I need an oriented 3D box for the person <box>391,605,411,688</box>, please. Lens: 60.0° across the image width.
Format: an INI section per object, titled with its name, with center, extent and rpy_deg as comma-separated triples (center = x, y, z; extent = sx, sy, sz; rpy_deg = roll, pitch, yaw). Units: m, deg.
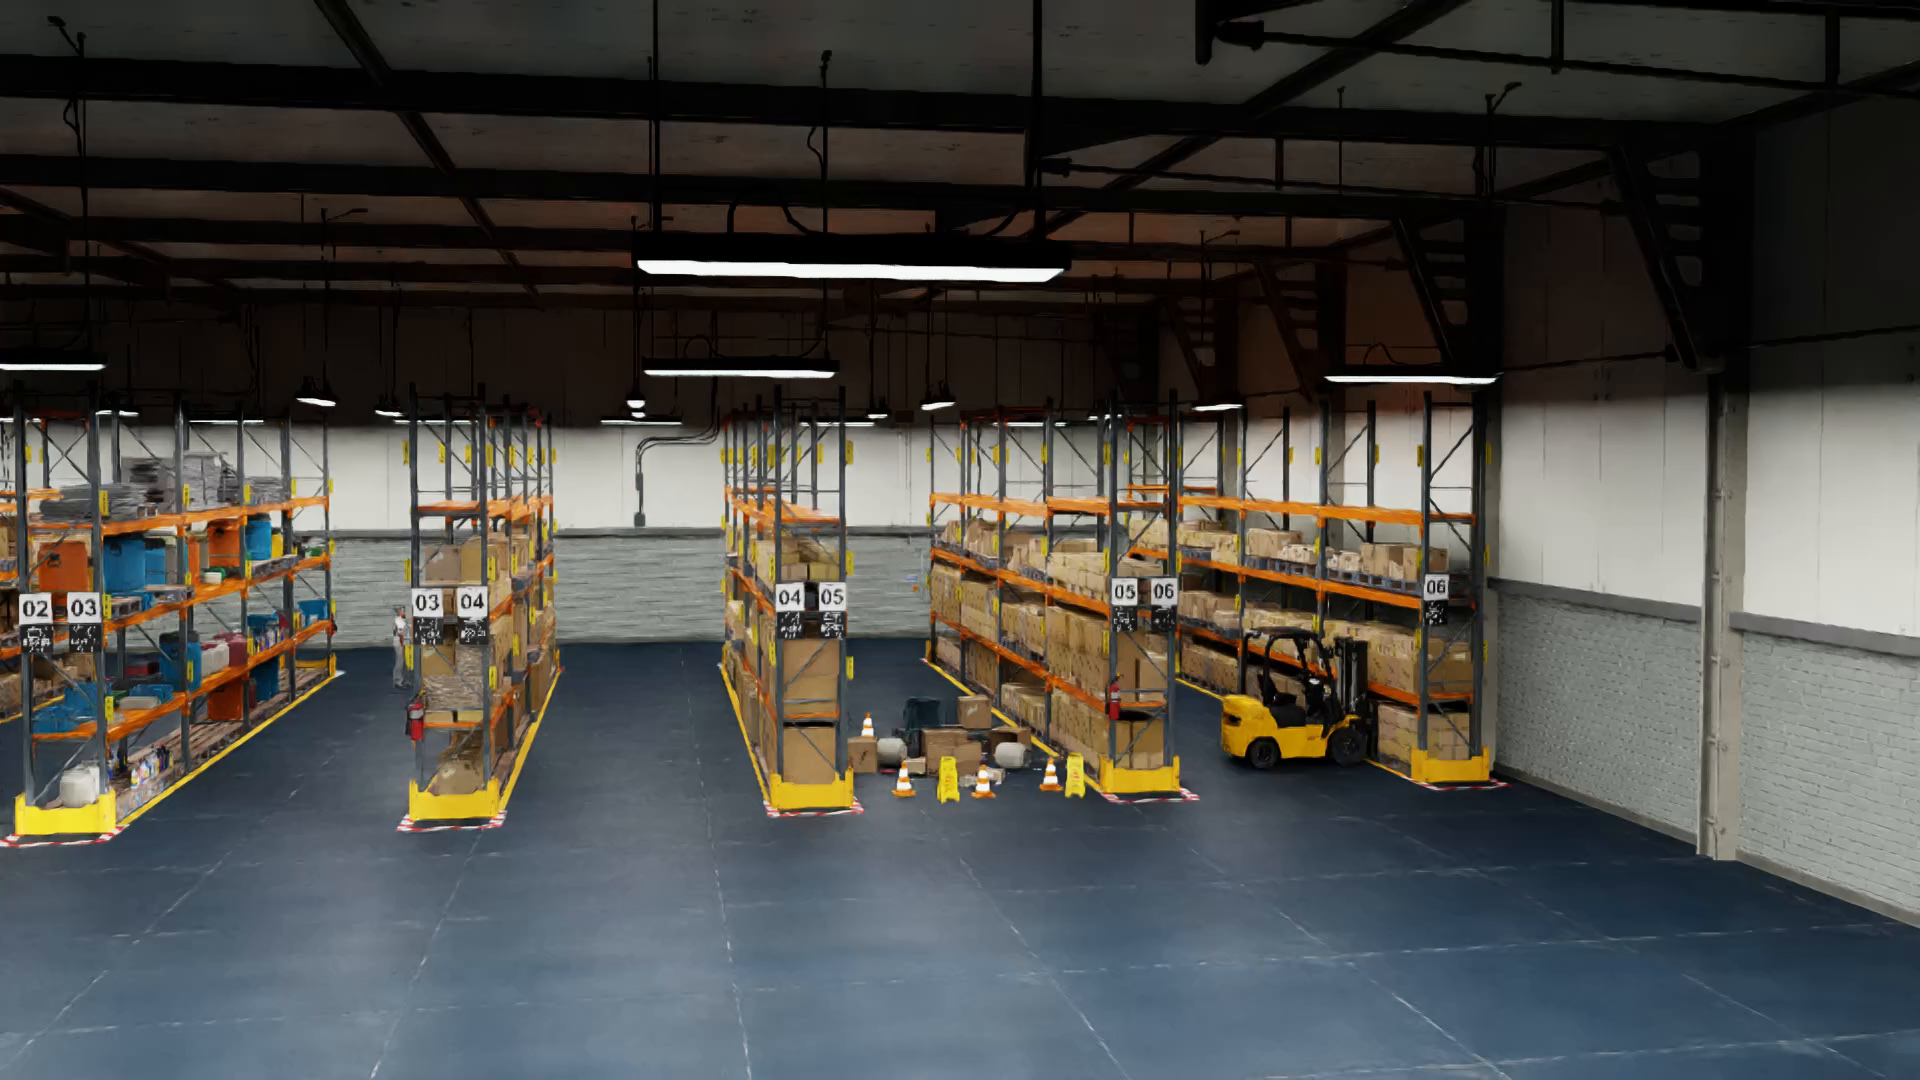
[person]
center = -12.075, 2.284, 35.952
extent = 0.420, 1.762, 0.654
rpy_deg = -1, 3, -25
